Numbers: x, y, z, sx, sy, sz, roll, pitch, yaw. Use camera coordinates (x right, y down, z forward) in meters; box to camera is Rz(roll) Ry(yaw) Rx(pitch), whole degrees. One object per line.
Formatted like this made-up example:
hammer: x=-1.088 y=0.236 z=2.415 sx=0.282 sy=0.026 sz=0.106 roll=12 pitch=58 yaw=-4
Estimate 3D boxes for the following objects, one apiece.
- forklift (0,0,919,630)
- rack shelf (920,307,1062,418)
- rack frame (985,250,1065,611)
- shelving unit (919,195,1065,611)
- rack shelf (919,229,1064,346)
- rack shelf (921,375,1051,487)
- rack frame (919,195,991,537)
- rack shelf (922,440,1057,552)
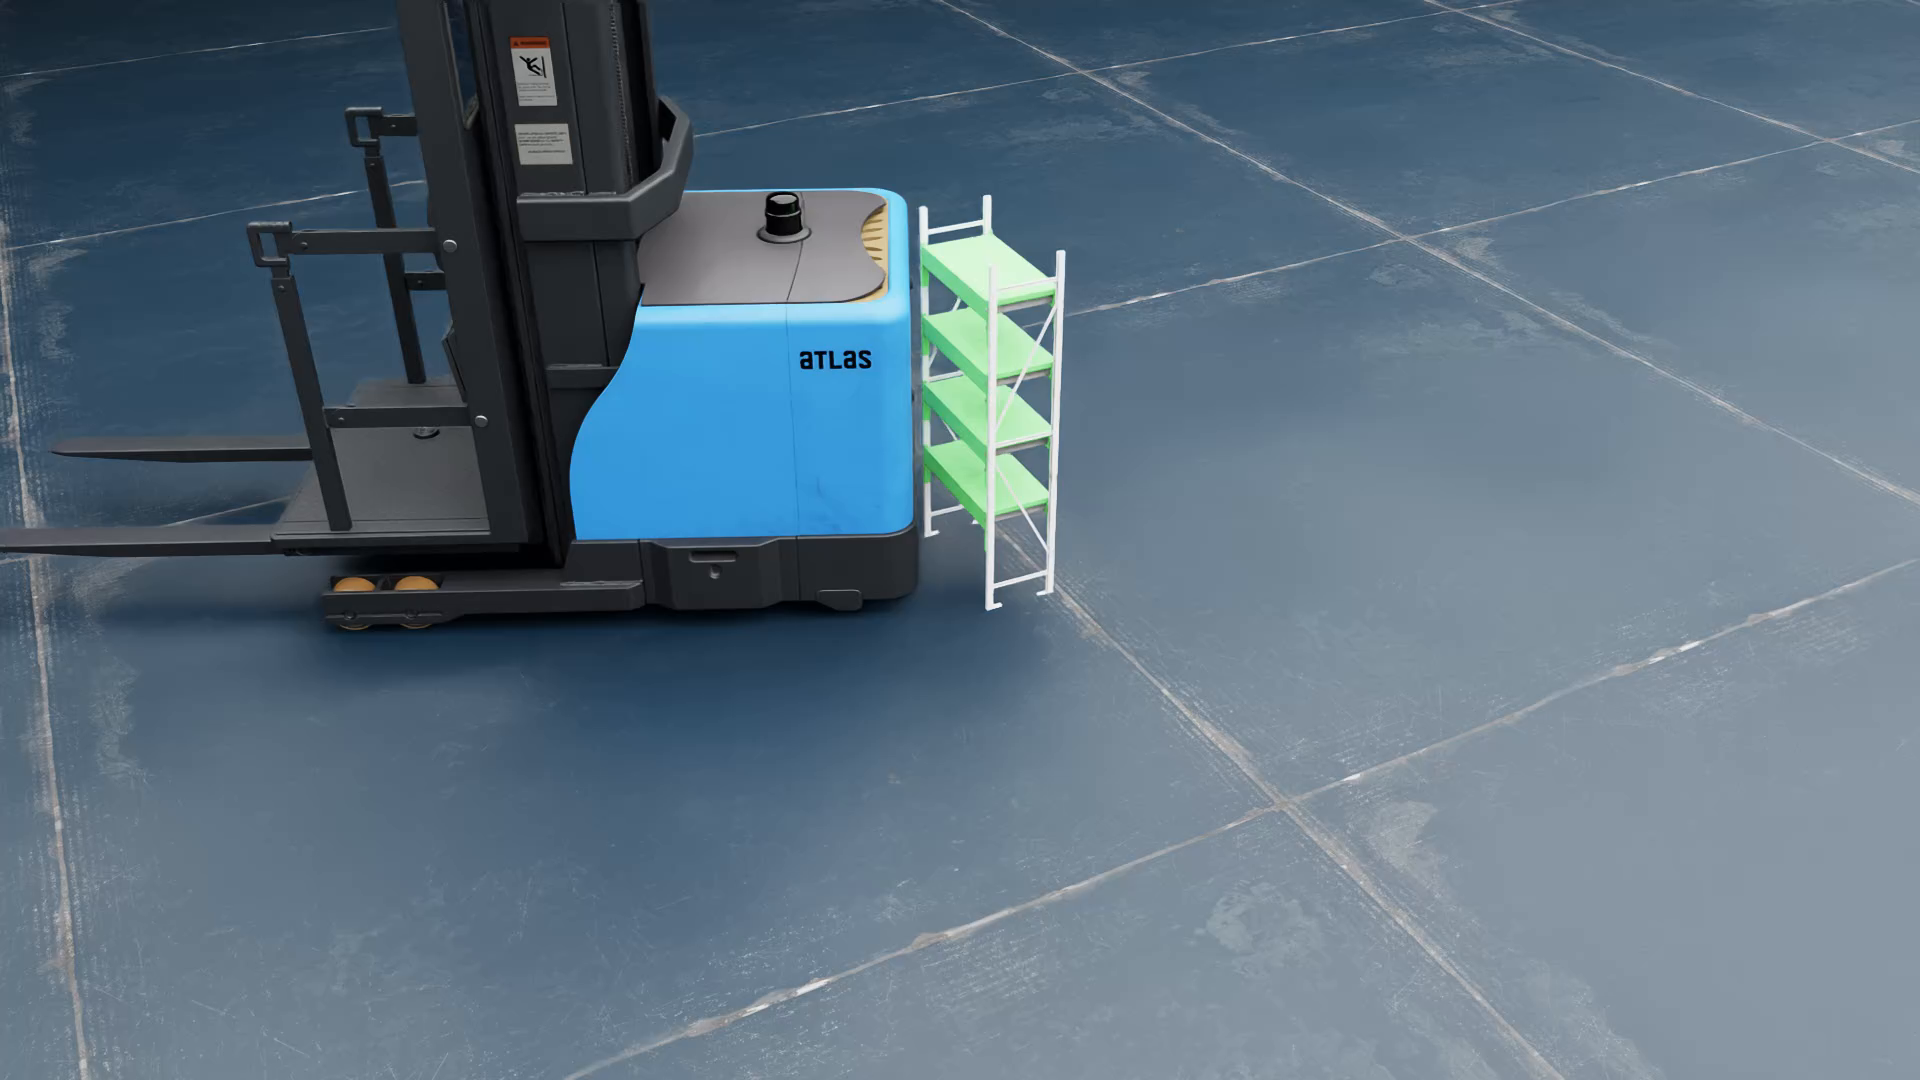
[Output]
forklift: x=-1.664 y=-1.239 z=4.966 sx=3.031 sy=2.935 sz=1.130 roll=-1 pitch=33 yaw=-2
rack shelf: x=0.091 y=-0.574 z=5.208 sx=0.258 sy=0.148 sz=0.480 roll=-14 pitch=35 yaw=-21
rack frame: x=0.195 y=-0.307 z=5.117 sx=0.240 sy=1.200 sz=0.015 roll=-14 pitch=35 yaw=-21
shelving unit: x=0.091 y=-0.426 z=5.303 sx=0.258 sy=1.200 sz=0.503 roll=-14 pitch=35 yaw=-21
rack shelf: x=0.091 y=-0.777 z=5.078 sx=0.258 sy=0.148 sz=0.480 roll=-14 pitch=35 yaw=-21
rack shelf: x=0.091 y=-0.372 z=5.337 sx=0.258 sy=0.148 sz=0.480 roll=-14 pitch=35 yaw=-21
rack frame: x=-0.014 y=-0.545 z=5.489 sx=0.240 sy=1.200 sz=0.015 roll=-14 pitch=35 yaw=-21
rack shelf: x=0.091 y=-0.170 z=5.467 sx=0.258 sy=0.148 sz=0.480 roll=-14 pitch=35 yaw=-21
